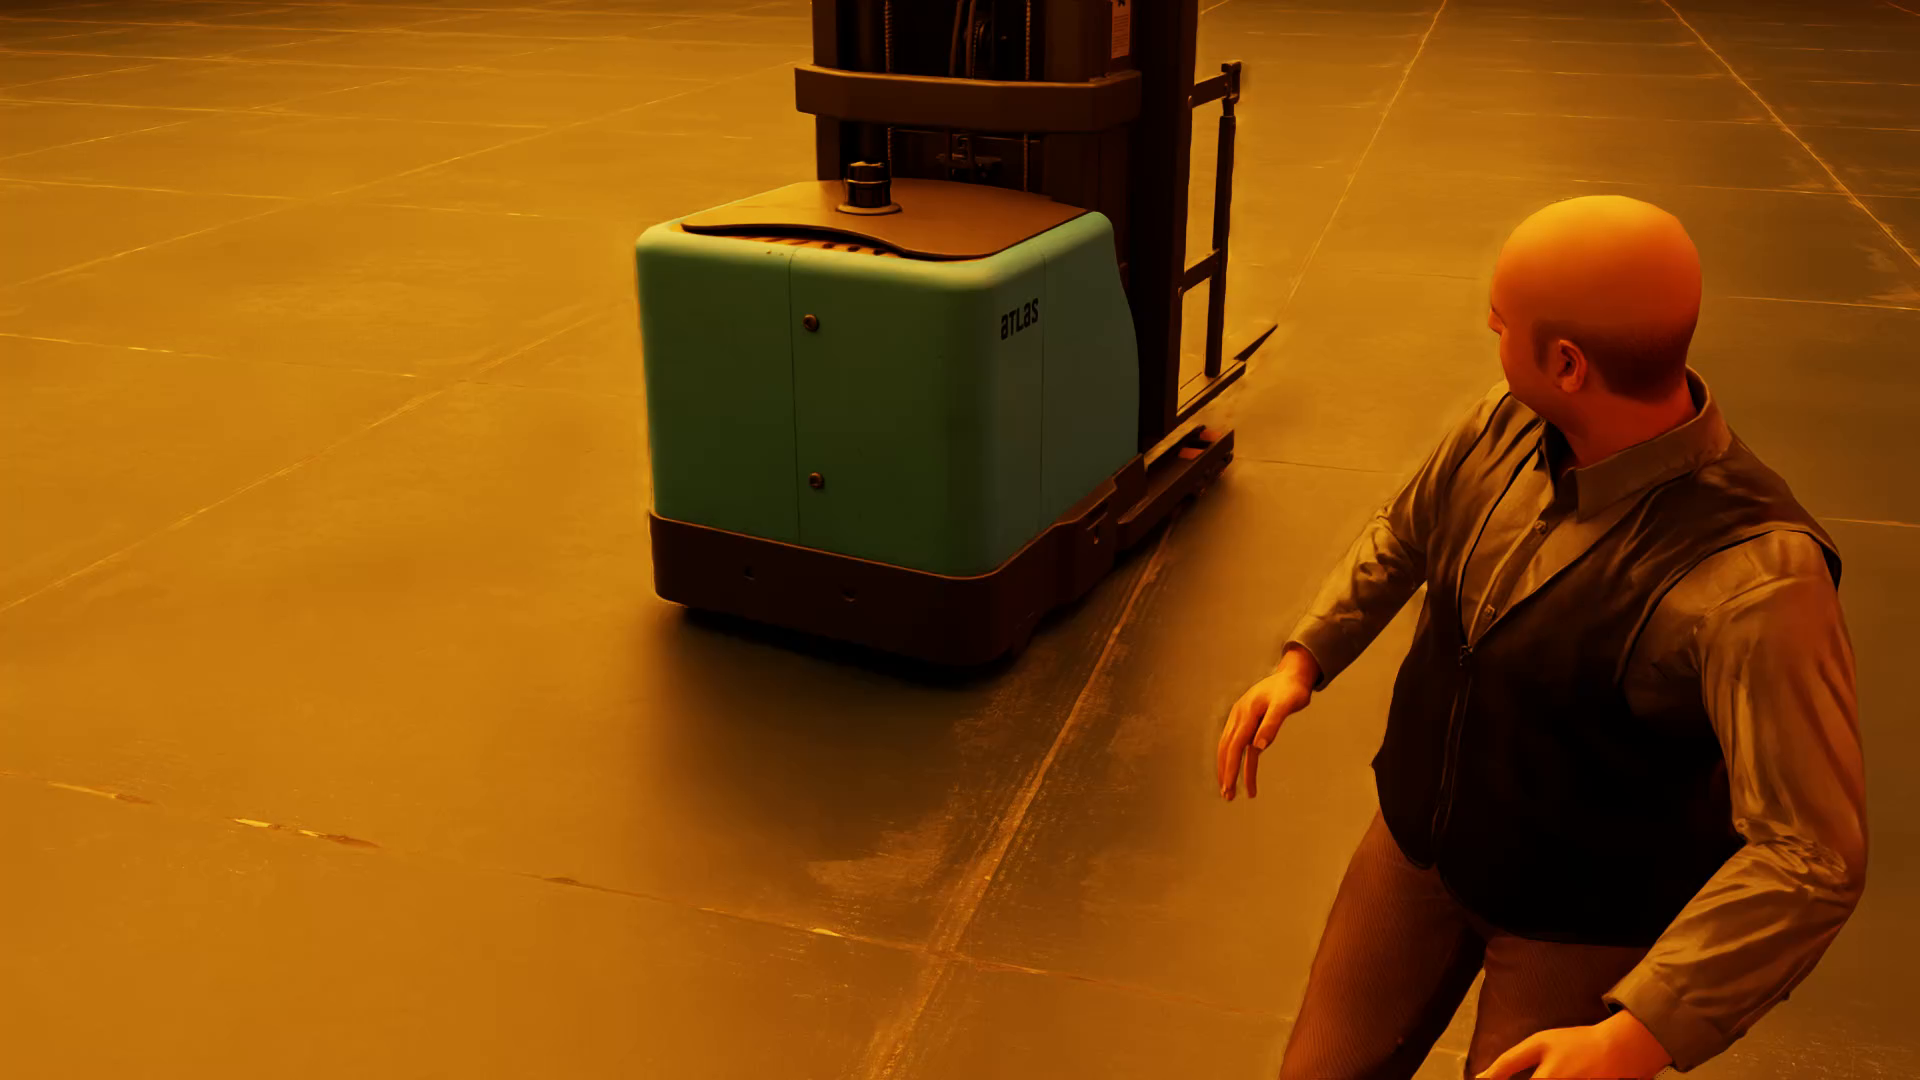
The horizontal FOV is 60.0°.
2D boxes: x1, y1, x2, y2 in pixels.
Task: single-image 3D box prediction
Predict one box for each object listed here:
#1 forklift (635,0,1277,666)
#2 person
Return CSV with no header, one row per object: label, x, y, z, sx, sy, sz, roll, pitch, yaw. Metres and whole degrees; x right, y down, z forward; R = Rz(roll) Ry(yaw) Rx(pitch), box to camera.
forklift,0.275,-1.563,5.065,1.130,2.935,3.031,11,25,25
person,0.622,0.442,1.921,0.602,1.679,0.764,-12,25,-27
